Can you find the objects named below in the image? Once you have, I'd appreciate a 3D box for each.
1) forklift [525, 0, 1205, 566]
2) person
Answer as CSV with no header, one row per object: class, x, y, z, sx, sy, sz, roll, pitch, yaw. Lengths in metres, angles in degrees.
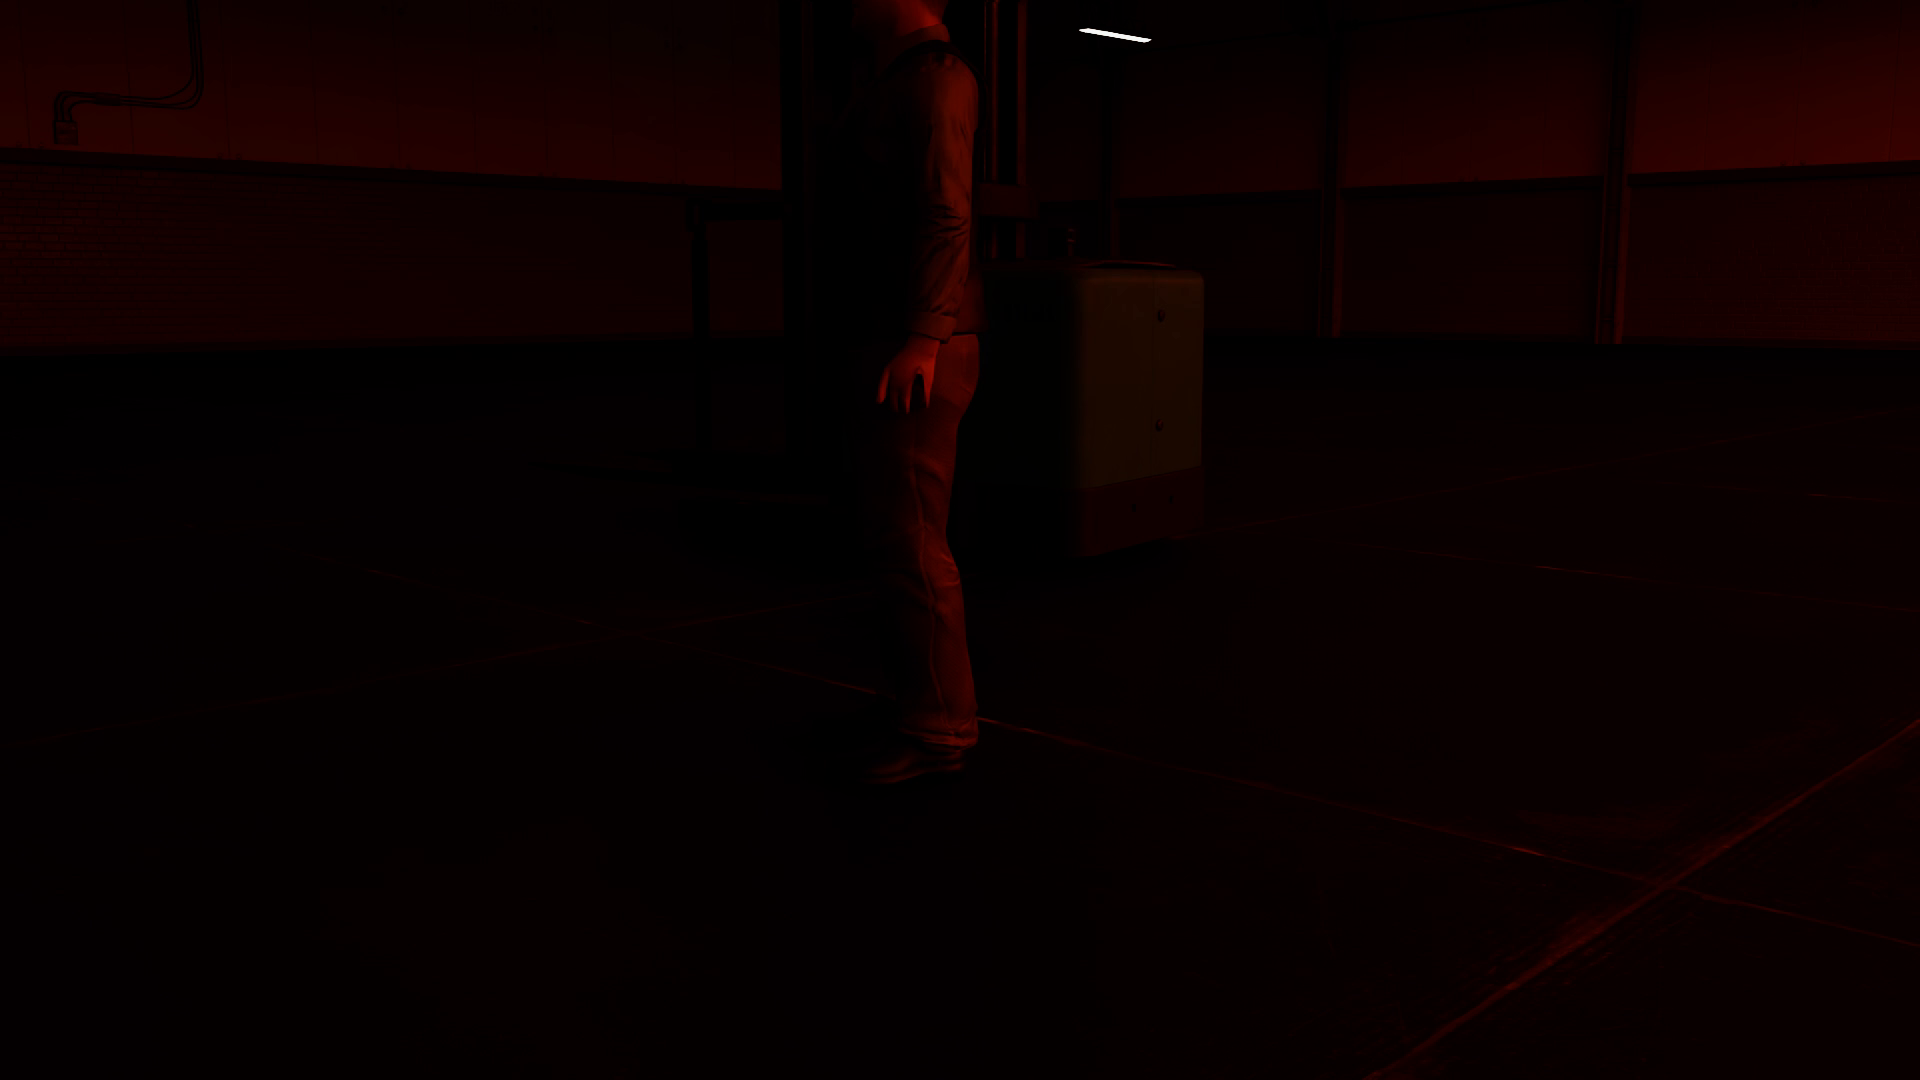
forklift,-0.543,-1.500,6.837,3.031,2.935,1.130,6,10,33
person,-0.129,-0.375,3.424,0.361,1.725,0.533,-1,9,-7
